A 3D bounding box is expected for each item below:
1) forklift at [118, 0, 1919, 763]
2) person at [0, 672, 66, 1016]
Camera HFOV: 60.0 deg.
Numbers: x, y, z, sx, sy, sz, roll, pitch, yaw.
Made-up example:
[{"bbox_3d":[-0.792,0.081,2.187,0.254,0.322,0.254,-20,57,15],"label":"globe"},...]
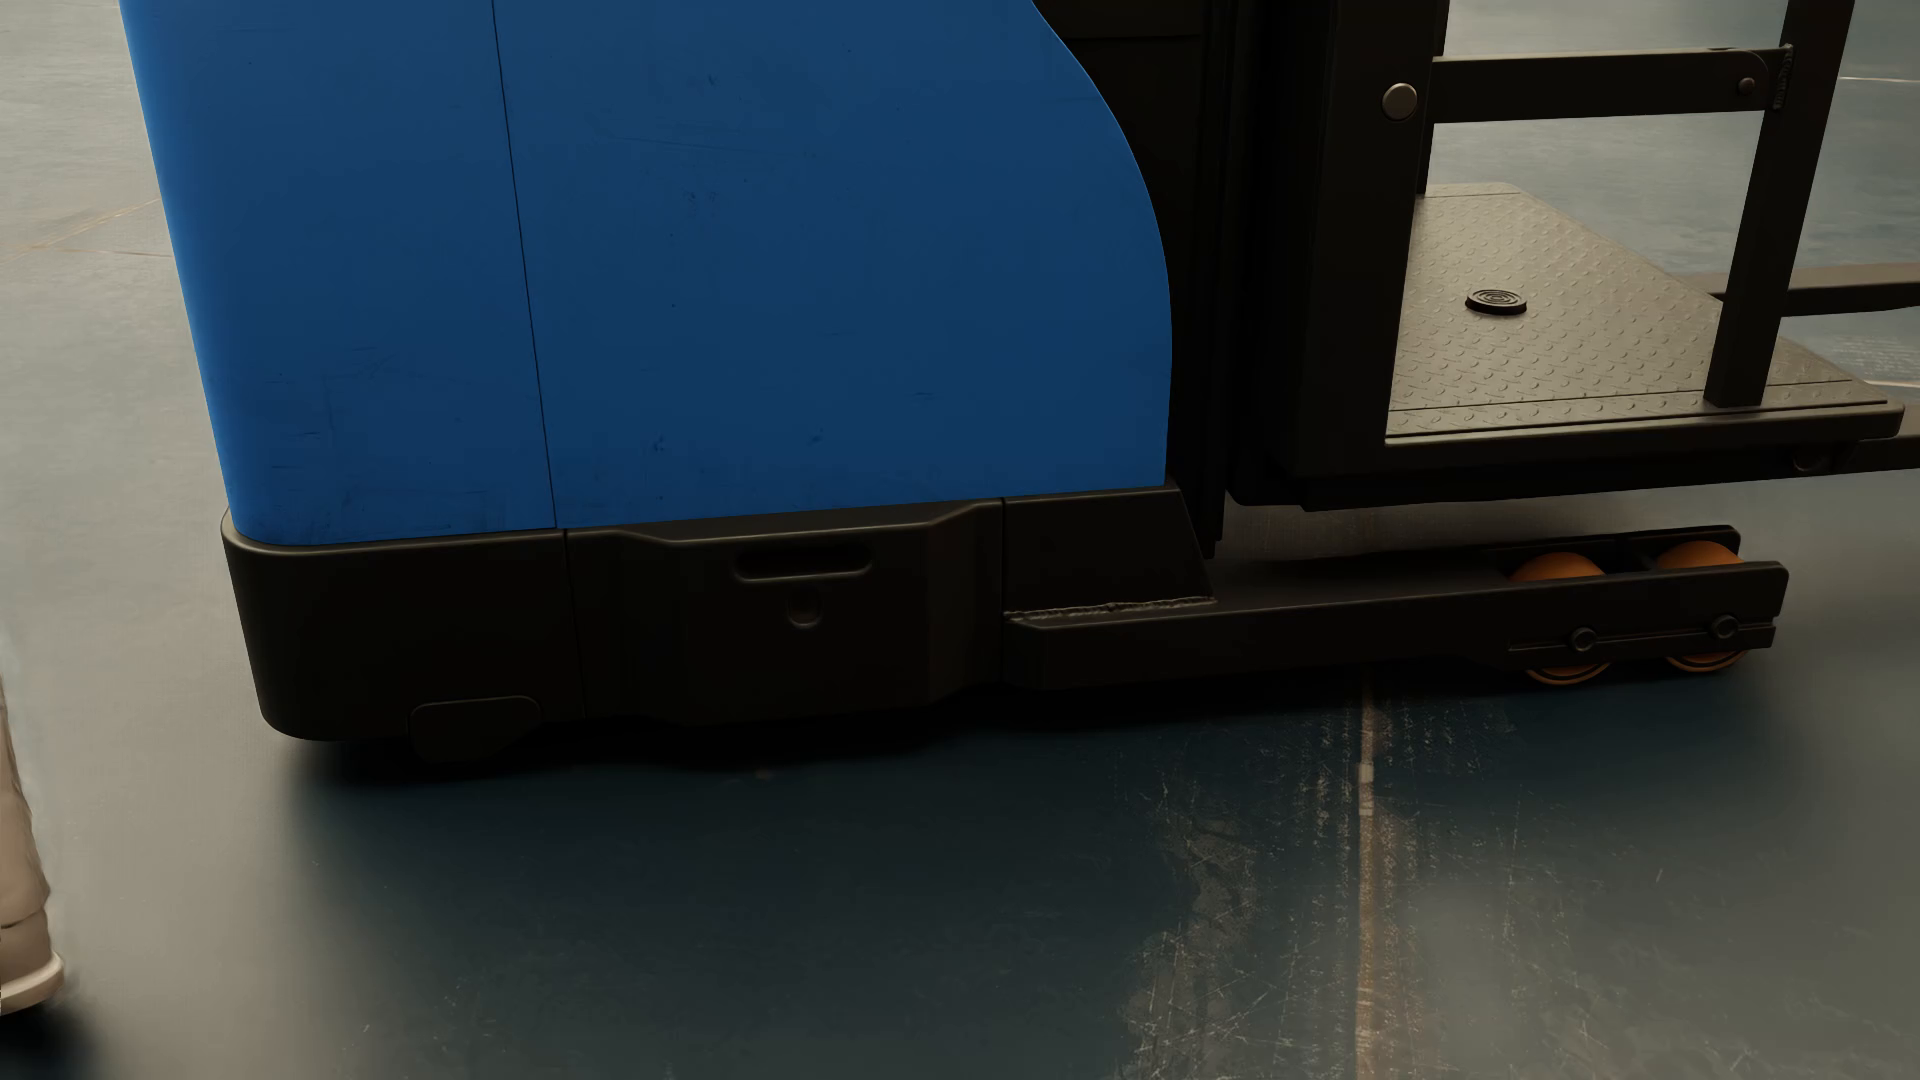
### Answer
[{"bbox_3d":[0.600,-1.354,1.930,3.031,2.935,1.130,-4,27,-9],"label":"forklift"},{"bbox_3d":[-0.945,-0.262,1.244,0.688,1.575,0.941,16,31,28],"label":"person"}]
